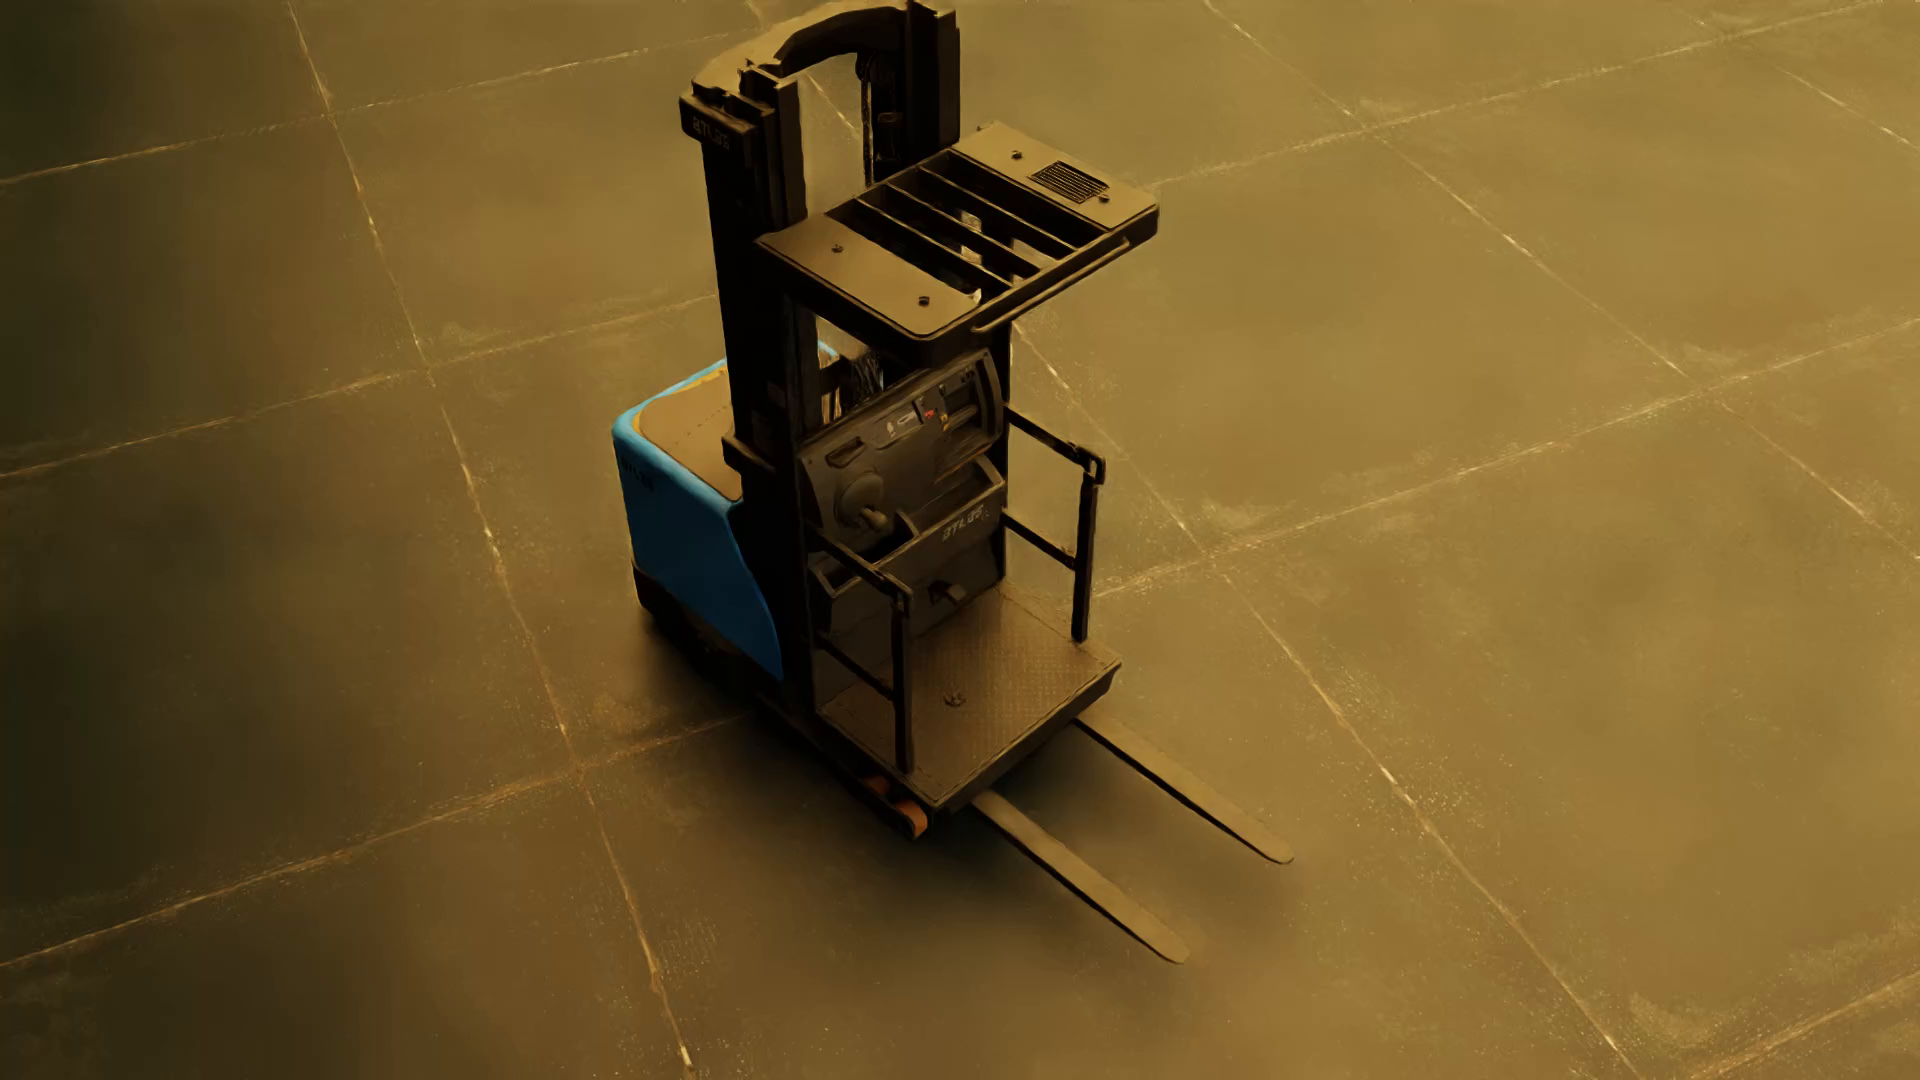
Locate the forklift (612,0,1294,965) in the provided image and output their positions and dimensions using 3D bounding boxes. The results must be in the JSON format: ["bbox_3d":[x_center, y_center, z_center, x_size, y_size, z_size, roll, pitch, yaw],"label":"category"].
[{"bbox_3d":[-0.047,-0.296,5.998,1.130,2.935,3.031,-34,53,-31],"label":"forklift"}]

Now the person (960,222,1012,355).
[{"bbox_3d":[-0.010,-0.630,7.268,0.472,1.691,0.336,-18,46,-18],"label":"person"}]
